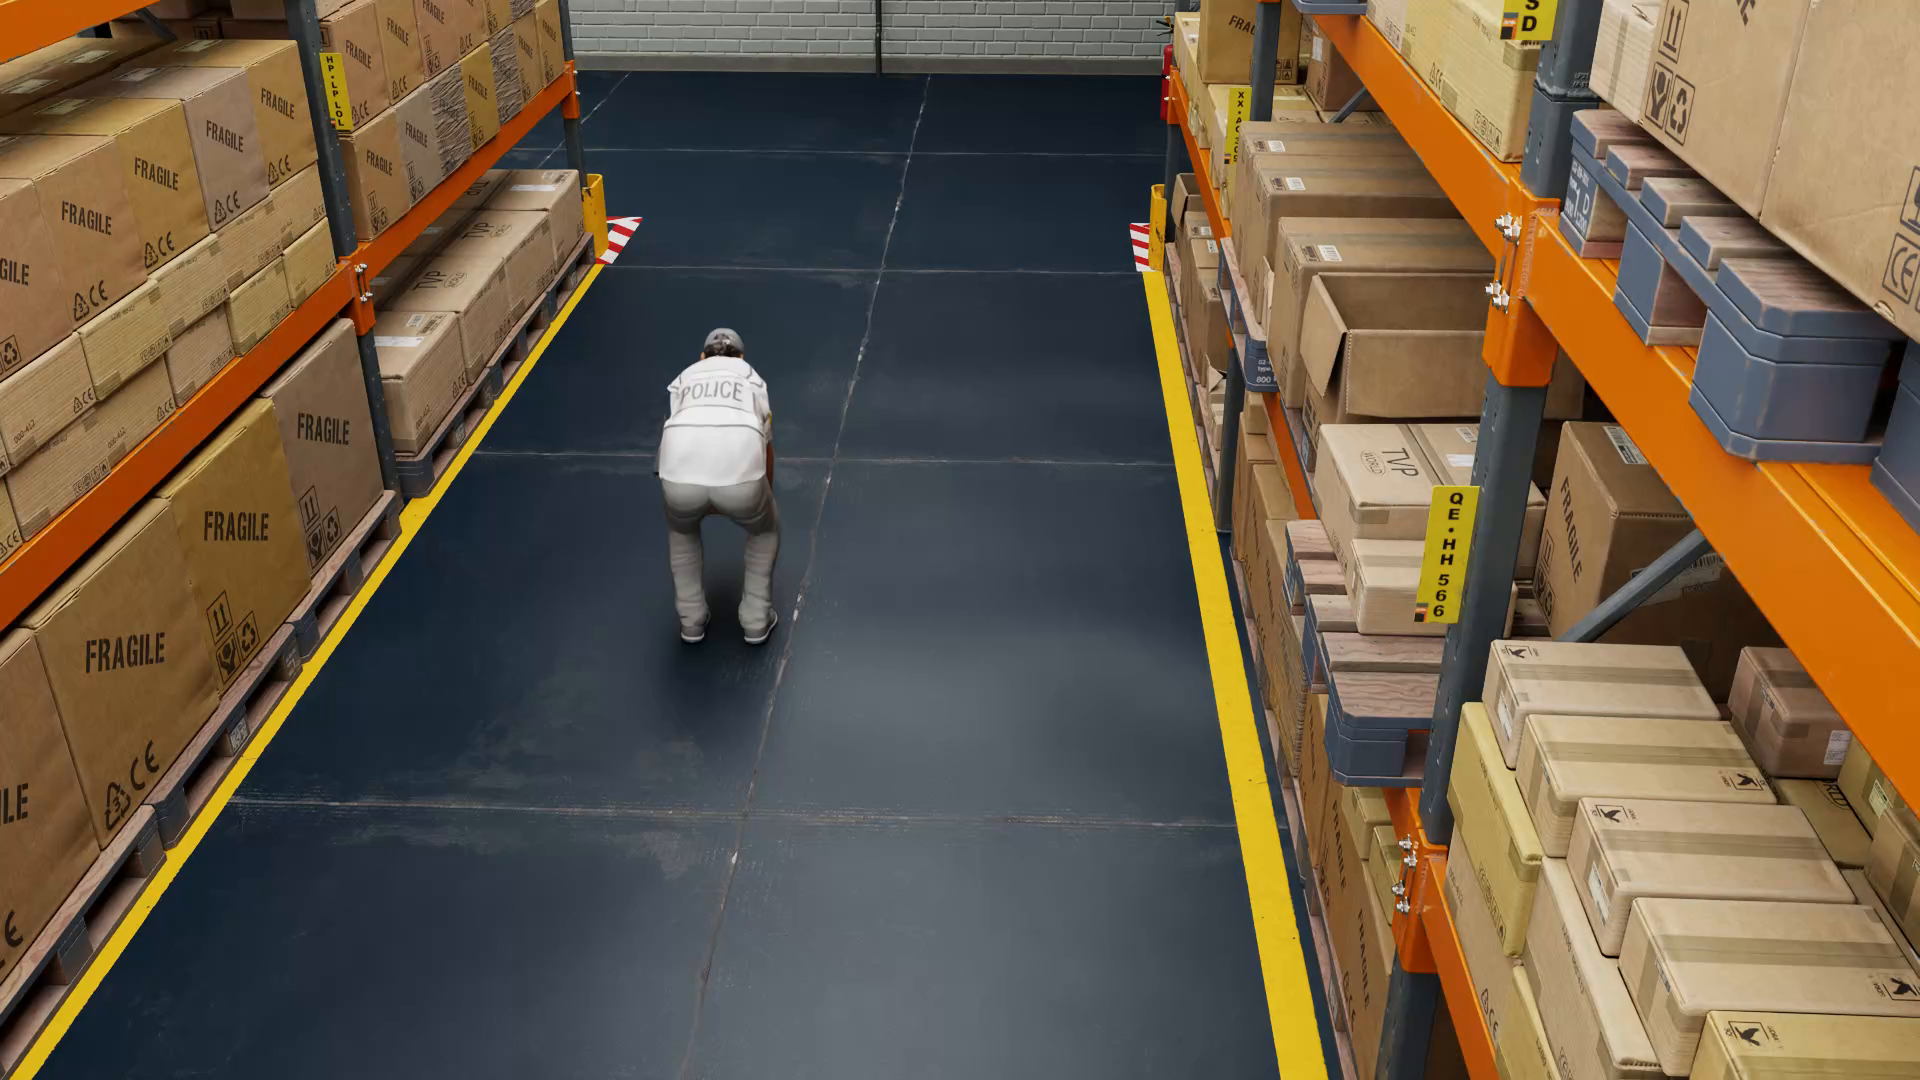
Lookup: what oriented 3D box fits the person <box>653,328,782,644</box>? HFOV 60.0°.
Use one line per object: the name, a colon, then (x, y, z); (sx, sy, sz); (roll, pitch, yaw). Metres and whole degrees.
person: (-1.000, -0.214, 7.045); (0.488, 1.175, 0.917); (0, 28, 0)
